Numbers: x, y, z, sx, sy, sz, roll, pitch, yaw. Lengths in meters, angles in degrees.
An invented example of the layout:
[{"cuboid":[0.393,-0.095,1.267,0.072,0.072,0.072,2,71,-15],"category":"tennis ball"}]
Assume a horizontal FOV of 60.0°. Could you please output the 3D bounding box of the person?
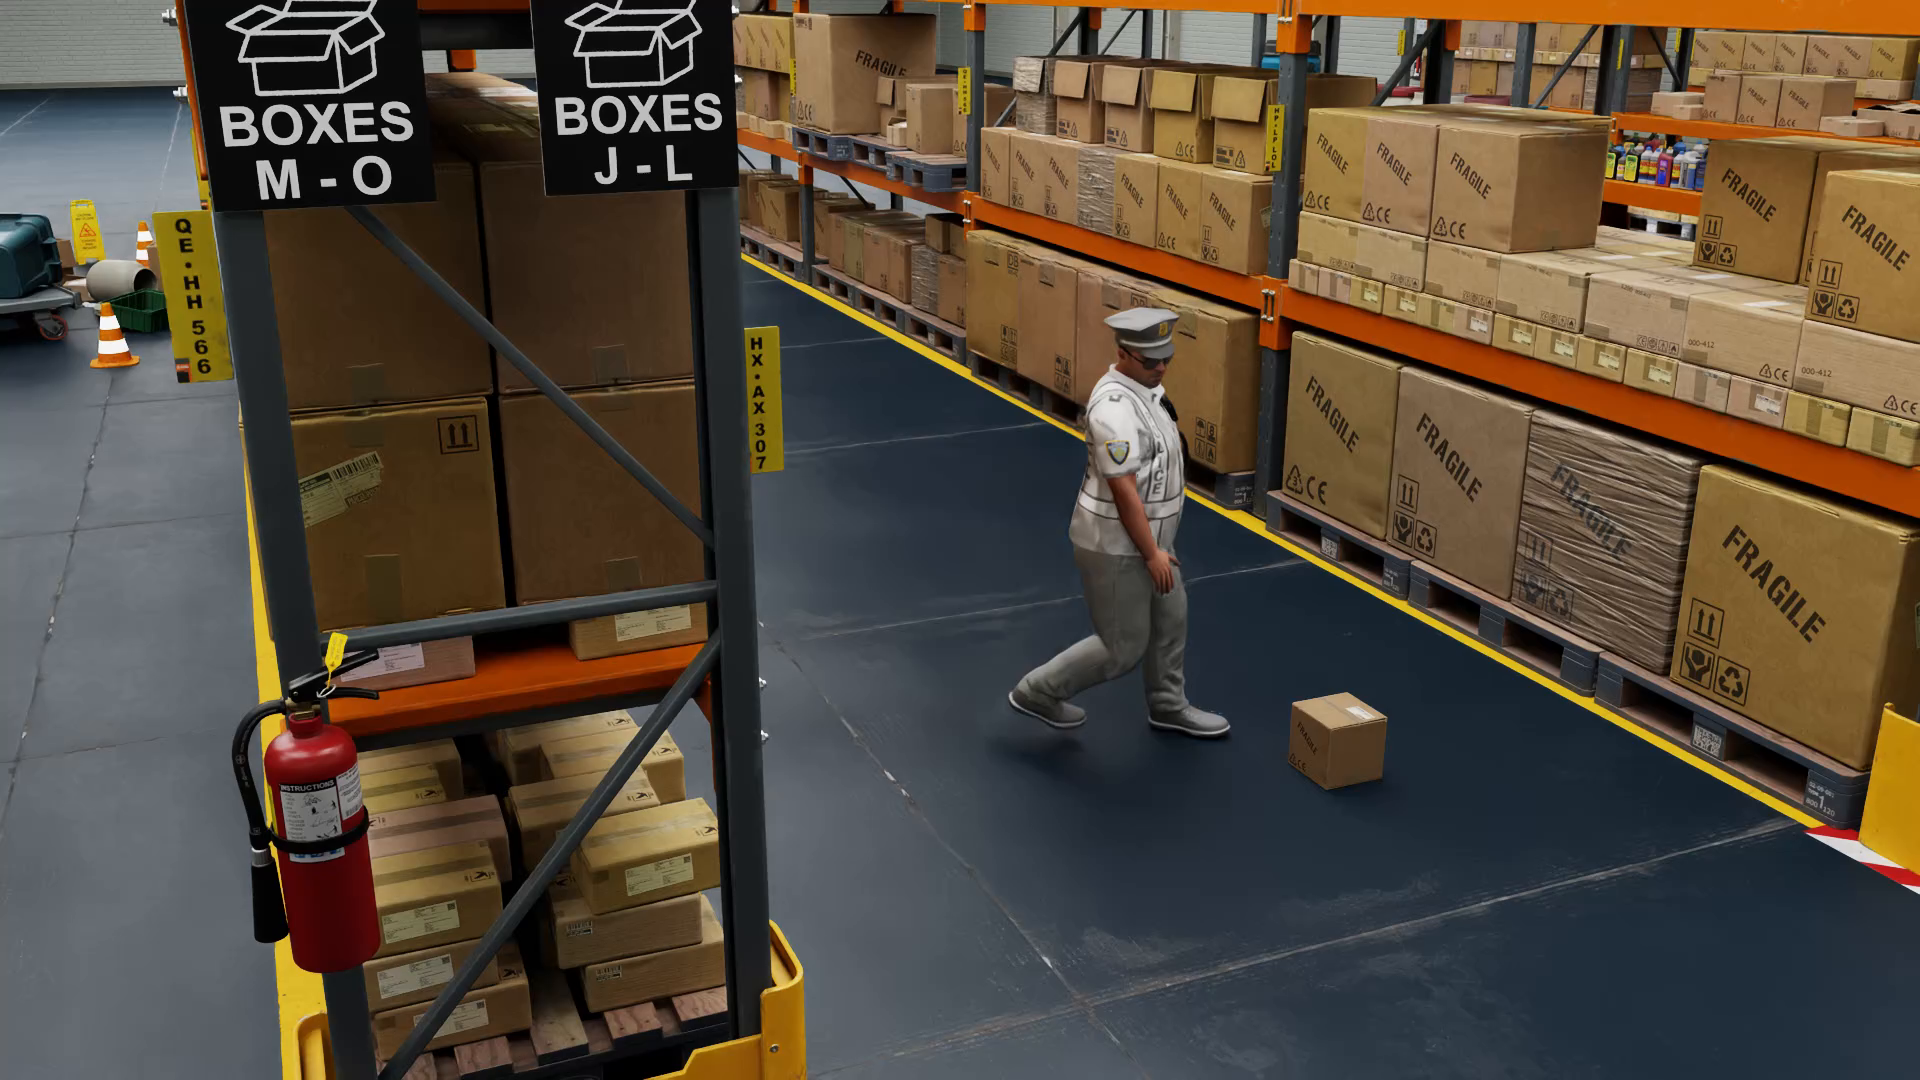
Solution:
[{"cuboid":[0.612,-0.016,6.131,0.788,1.708,0.606,8,20,22],"category":"person"}]
